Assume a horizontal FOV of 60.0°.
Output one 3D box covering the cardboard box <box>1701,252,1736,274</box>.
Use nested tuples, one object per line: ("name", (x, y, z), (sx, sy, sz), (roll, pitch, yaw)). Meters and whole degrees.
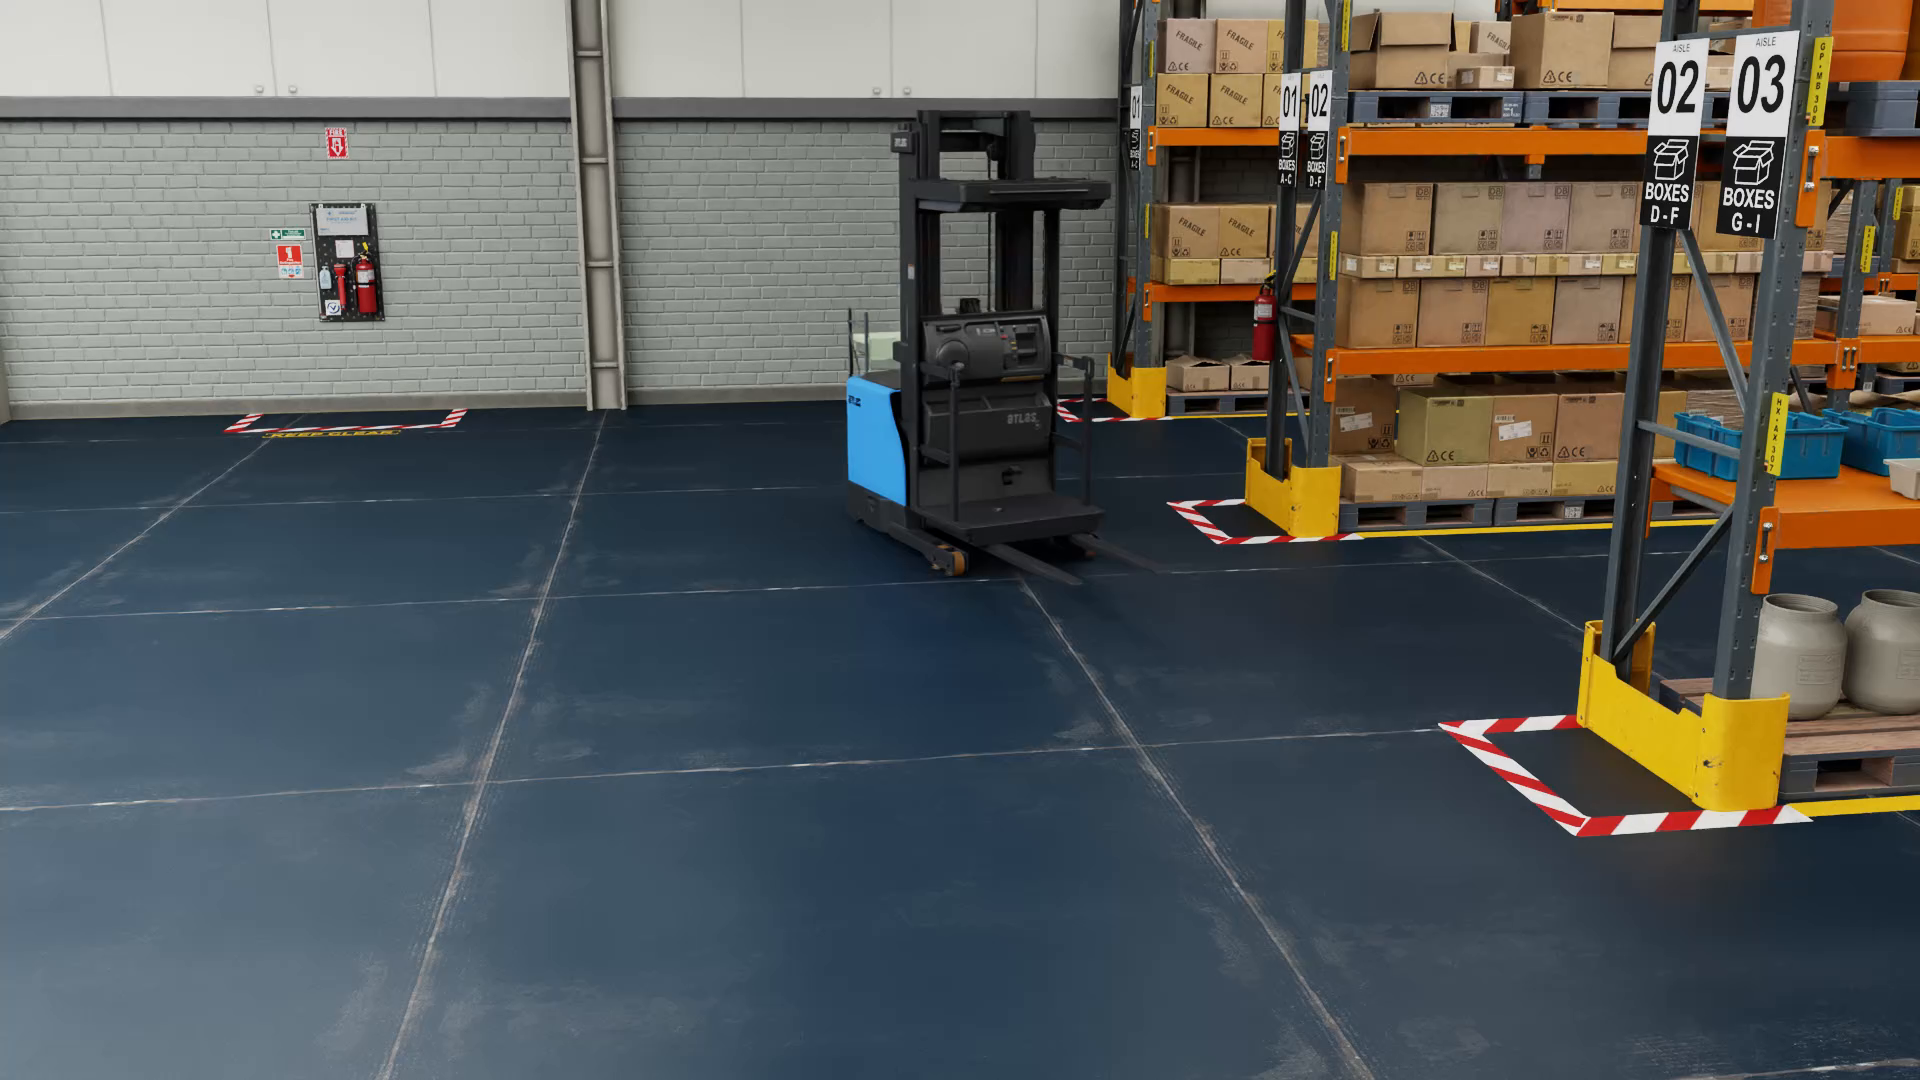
("cardboard box", (5.427, -2.035, 12.131), (0.250, 0.149, 0.380), (-2, 14, -8))

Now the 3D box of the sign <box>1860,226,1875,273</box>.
("sign", (6.511, -2.086, 11.932), (0.005, 0.325, 0.100), (-2, 14, -8))

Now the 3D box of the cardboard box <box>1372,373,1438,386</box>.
("cardboard box", (4.665, -1.907, 17.392), (0.500, 0.500, 0.500), (-3, 14, -13))

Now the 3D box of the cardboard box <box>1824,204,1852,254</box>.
("cardboard box", (9.178, -3.340, 17.765), (0.500, 0.500, 0.700), (-4, 15, -15))

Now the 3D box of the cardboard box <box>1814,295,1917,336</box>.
("cardboard box", (6.908, -1.717, 12.711), (0.500, 0.250, 0.500), (-1, 14, -5))

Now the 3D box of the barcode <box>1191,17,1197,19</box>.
("barcode", (2.358, -5.233, 16.763), (0.075, 0.075, 0.001), (-2, 14, -8))

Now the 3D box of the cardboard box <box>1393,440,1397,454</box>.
("cardboard box", (3.451, -0.598, 12.729), (0.500, 0.250, 0.500), (-2, 14, -8))

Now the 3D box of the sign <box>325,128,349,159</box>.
("sign", (-6.112, -3.892, 16.308), (0.199, 0.298, 0.001), (-2, 14, -8))

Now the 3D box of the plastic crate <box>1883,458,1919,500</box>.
("plastic crate", (4.139, -0.252, 7.103), (0.250, 0.136, 0.298), (-2, 14, -8))

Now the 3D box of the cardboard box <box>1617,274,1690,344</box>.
("cardboard box", (4.972, -1.755, 12.346), (0.500, 0.500, 0.700), (-2, 14, -7))

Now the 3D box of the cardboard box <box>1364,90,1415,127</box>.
("cardboard box", (4.179, -4.344, 16.463), (0.500, 0.500, 0.500), (-3, 14, -11))

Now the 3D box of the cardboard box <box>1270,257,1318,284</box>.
("cardboard box", (3.276, -2.726, 16.691), (0.500, 0.250, 0.500), (-2, 14, -9))

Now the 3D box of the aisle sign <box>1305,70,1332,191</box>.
("aisle sign", (2.452, -2.801, 11.382), (0.004, 0.787, 0.394), (-2, 14, -8))

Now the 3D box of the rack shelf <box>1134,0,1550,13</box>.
("rack shelf", (3.708, -5.440, 16.399), (4.000, 0.370, 1.077), (-2, 14, -8))

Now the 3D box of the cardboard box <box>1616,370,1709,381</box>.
("cardboard box", (5.429, -1.034, 12.925), (0.500, 0.500, 0.500), (-2, 14, -8))

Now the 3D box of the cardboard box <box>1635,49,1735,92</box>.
("cardboard box", (5.356, -3.470, 12.259), (0.500, 0.311, 0.500), (-3, 14, -11))

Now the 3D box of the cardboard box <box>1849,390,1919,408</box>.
("cardboard box", (7.298, -1.008, 13.209), (0.500, 0.311, 0.500), (-2, 14, -7))

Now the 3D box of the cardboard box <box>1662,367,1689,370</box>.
("cardboard box", (7.425, -2.024, 17.861), (0.500, 0.500, 0.700), (-2, 14, -8))

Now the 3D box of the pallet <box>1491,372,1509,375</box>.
("pallet", (6.455, -1.629, 17.783), (1.213, 0.211, 1.003), (-2, 14, -8))

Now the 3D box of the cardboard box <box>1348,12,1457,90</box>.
("cardboard box", (3.041, -3.413, 11.635), (0.637, 0.503, 0.797), (-1, 14, -4))

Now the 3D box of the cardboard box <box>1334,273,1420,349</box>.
("cardboard box", (2.935, -1.679, 12.044), (0.500, 0.500, 0.700), (-2, 14, -8))

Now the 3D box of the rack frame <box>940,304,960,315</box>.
("rack frame", (-0.084, -1.054, 12.827), (0.023, 1.500, 0.400), (-6, 14, -22))

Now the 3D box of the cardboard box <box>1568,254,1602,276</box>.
("cardboard box", (4.412, -1.998, 11.982), (0.250, 0.149, 0.380), (-2, 14, -8))

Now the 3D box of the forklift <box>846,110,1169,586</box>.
("forklift", (0.282, -1.307, 10.910), (1.130, 2.935, 3.031), (-7, 16, -26))

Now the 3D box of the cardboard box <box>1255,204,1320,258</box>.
("cardboard box", (3.249, -3.086, 16.588), (0.500, 0.500, 0.500), (-3, 14, -10))

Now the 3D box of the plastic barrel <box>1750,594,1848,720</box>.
("plastic barrel", (3.845, 0.536, 7.670), (0.421, 0.512, 0.421), (0, 14, 0))

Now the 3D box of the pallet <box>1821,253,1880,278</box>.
("pallet", (8.952, -2.953, 17.726), (1.003, 0.211, 1.213), (-2, 14, -8))

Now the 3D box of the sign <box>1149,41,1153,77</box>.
("sign", (1.811, -4.556, 15.761), (0.005, 0.325, 0.100), (-2, 14, -8))

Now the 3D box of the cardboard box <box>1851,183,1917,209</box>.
("cardboard box", (10.051, -3.743, 18.080), (0.500, 0.250, 0.500), (-2, 14, -7))

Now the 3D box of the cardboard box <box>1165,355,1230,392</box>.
("cardboard box", (2.428, -1.721, 17.039), (0.500, 0.311, 0.500), (-4, 15, -15))

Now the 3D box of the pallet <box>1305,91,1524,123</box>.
("pallet", (3.175, -3.048, 11.725), (1.213, 0.211, 1.003), (-2, 14, -8))

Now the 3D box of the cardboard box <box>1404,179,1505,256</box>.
("cardboard box", (3.507, -2.330, 11.976), (0.500, 0.500, 0.700), (-2, 14, -10))

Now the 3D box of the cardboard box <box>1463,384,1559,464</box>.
("cardboard box", (4.022, -0.856, 12.216), (0.500, 0.500, 0.500), (-2, 14, -8))

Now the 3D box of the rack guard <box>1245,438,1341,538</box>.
("rack guard", (2.448, -0.403, 12.302), (0.348, 0.500, 1.175), (-2, 14, -8))

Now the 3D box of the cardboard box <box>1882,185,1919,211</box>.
("cardboard box", (10.157, -3.620, 17.589), (0.500, 0.250, 0.500), (-2, 14, -7))

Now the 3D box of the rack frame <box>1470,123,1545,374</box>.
("rack frame", (5.686, -2.953, 17.330), (0.127, 3.000, 1.000), (-2, 14, -8))

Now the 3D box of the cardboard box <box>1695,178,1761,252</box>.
("cardboard box", (5.490, -2.403, 12.265), (0.500, 0.500, 0.700), (-2, 14, -8))

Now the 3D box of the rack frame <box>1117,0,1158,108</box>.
("rack frame", (1.730, -5.718, 16.022), (0.127, 3.000, 1.000), (-2, 14, -8))

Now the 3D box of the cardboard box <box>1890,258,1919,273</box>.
("cardboard box", (10.001, -2.942, 17.762), (0.250, 0.149, 0.380), (-2, 14, -9))

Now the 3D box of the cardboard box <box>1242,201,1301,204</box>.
("cardboard box", (3.174, -3.213, 17.091), (0.500, 0.500, 0.500), (-2, 14, -10))

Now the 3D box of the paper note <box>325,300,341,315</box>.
("paper note", (-6.274, -2.327, 16.643), (0.142, 0.148, 0.016), (-2, 14, -8))

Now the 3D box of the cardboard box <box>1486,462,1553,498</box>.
("cardboard box", (4.024, -0.490, 12.297), (0.500, 0.250, 0.500), (-2, 14, -8))

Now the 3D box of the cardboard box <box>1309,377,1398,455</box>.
("cardboard box", (2.958, -0.941, 12.557), (0.500, 0.500, 0.500), (-2, 14, -8))

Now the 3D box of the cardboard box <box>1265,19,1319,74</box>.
("cardboard box", (3.156, -4.789, 16.183), (0.500, 0.500, 0.500), (-2, 14, -7))

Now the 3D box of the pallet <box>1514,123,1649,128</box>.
("pallet", (6.312, -4.314, 16.975), (1.003, 0.211, 1.213), (-2, 14, -8))

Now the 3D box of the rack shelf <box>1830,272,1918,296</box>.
("rack shelf", (11.619, -2.821, 18.285), (4.000, 0.370, 1.077), (-2, 14, -8))

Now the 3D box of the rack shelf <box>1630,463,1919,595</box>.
("rack shelf", (5.184, -0.149, 7.626), (4.000, 0.370, 1.077), (-2, 14, -8))

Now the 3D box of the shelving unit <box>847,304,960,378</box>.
("shelving unit", (-0.420, -1.019, 12.687), (0.755, 1.500, 0.431), (-6, 14, -22))

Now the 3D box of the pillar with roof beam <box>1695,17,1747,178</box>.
("pillar with roof beam", (8.868, -5.133, 13.691), (0.400, 9.000, 9.100), (-2, 14, -8))

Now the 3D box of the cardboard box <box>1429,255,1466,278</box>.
("cardboard box", (3.399, -1.961, 11.836), (0.250, 0.149, 0.380), (-2, 14, -8))

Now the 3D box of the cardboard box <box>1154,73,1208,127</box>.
("cardboard box", (2.098, -4.273, 16.181), (0.500, 0.500, 0.500), (-2, 14, -7))
